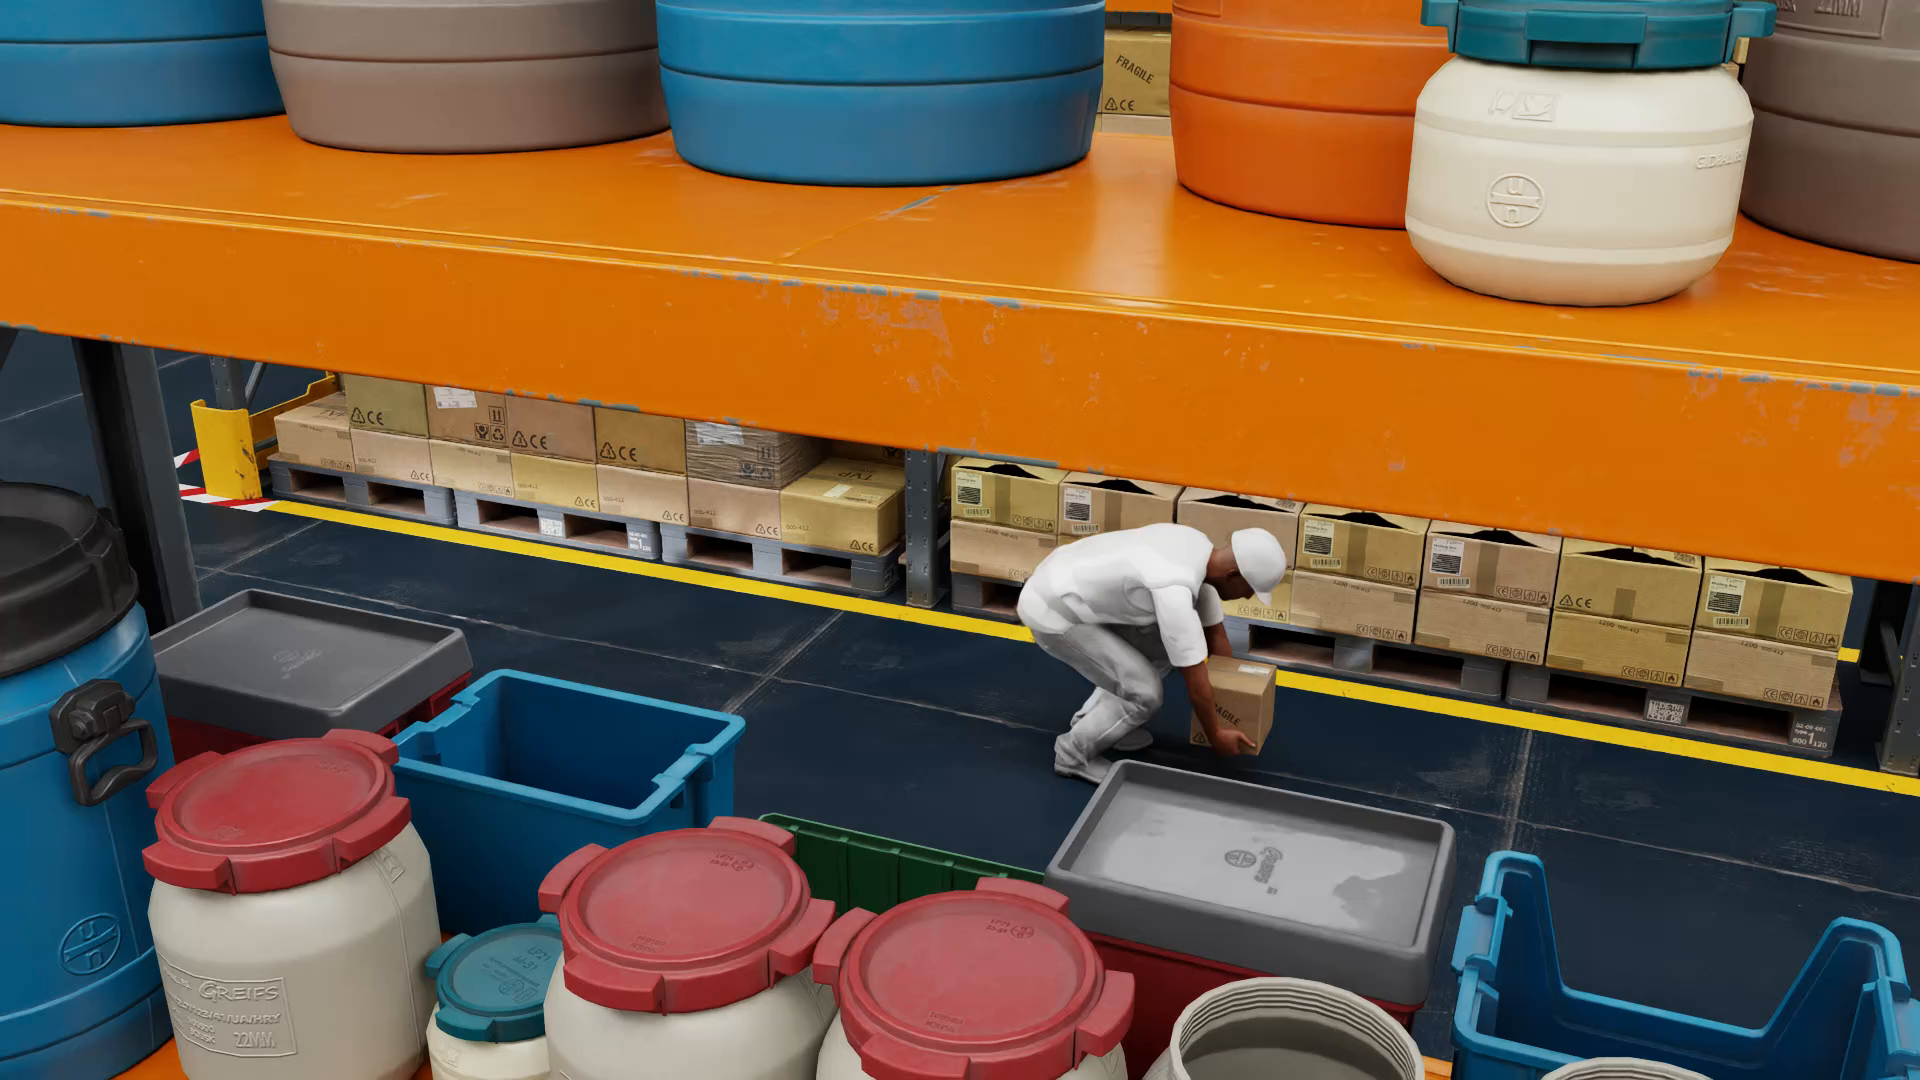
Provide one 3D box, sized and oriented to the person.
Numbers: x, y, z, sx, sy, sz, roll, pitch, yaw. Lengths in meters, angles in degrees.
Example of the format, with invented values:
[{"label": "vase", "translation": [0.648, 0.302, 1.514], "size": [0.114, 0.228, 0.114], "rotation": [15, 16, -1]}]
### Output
[{"label": "person", "translation": [0.693, 0.387, 6.122], "size": [0.948, 1.006, 0.526], "rotation": [7, 23, 17]}]
